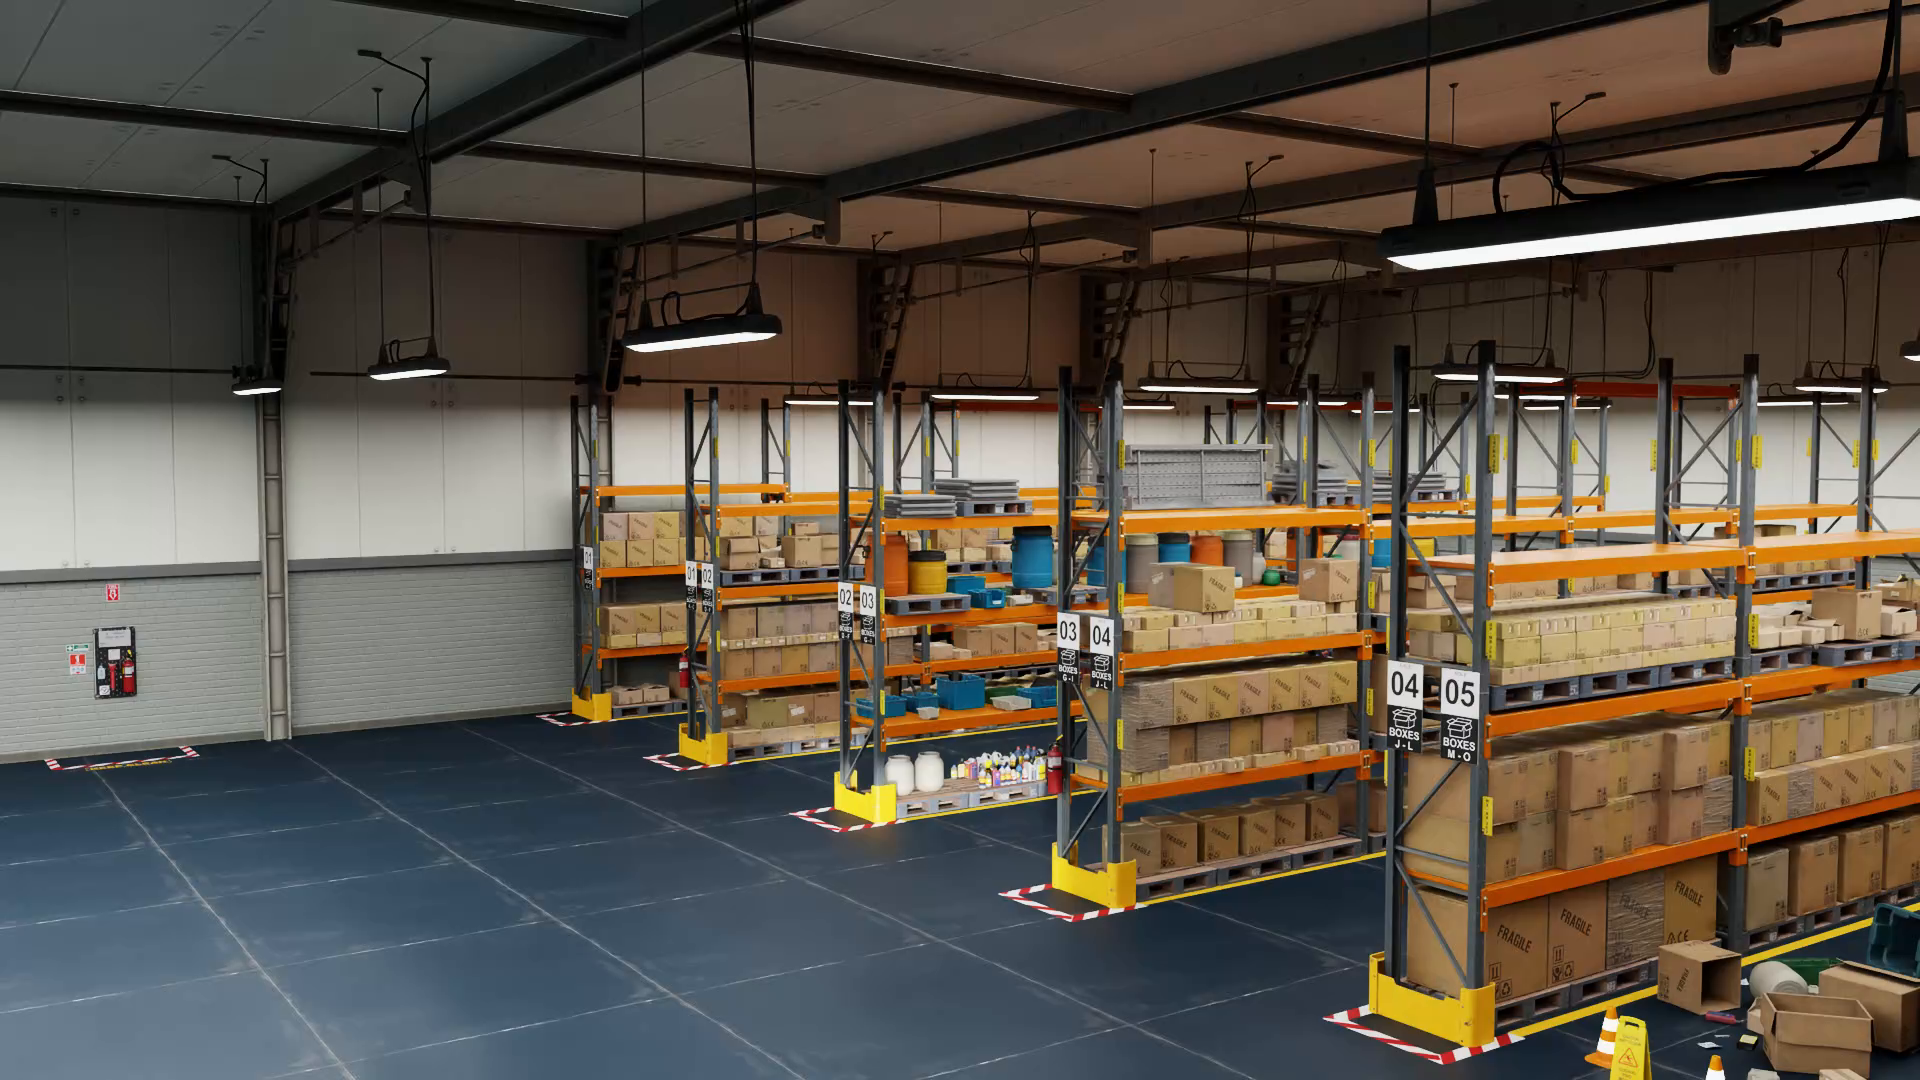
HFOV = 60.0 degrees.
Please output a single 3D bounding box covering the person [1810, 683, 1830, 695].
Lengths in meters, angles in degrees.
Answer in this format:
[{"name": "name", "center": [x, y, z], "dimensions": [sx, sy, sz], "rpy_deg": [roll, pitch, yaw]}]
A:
[{"name": "person", "center": [12.541, 2.801, 24.496], "dimensions": [0.919, 1.723, 0.678], "rpy_deg": [-1, 4, -23]}]
